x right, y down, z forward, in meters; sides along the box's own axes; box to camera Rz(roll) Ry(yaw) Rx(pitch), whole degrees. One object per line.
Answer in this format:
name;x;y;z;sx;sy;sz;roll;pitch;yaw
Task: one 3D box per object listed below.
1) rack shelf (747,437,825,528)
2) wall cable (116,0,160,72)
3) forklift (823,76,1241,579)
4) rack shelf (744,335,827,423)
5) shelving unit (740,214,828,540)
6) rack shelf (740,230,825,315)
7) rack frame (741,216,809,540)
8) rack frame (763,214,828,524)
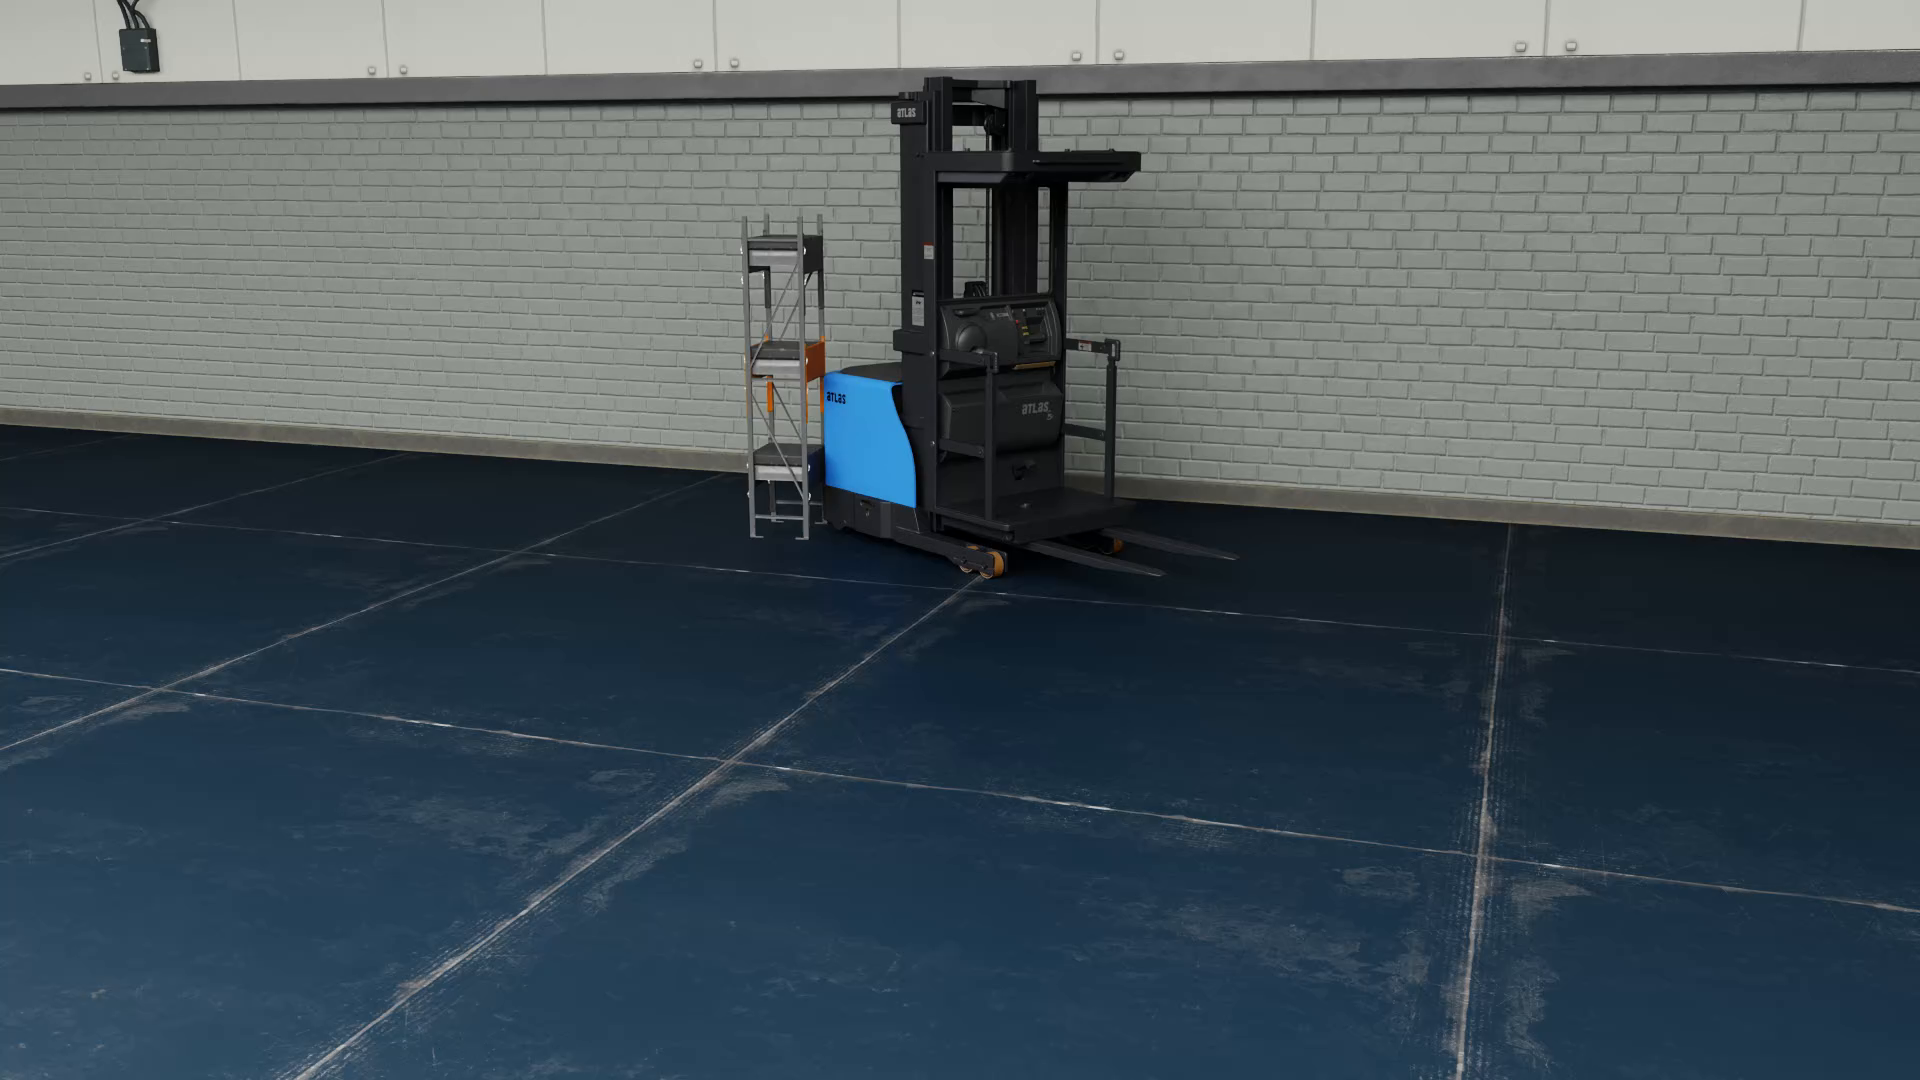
rack shelf;-1.152;-0.391;11.188;0.431;0.518;0.480;2;13;10
wall cable;-6.144;-6.910;13.396;2.305;6.003;0.169;4;14;18
forklift;0.395;-1.322;10.192;1.130;2.935;3.031;-10;16;-38
rack shelf;-1.152;-1.073;11.032;0.431;0.518;0.480;2;13;10
shelving unit;-1.152;-1.086;11.029;0.431;2.100;0.503;2;13;10
rack shelf;-1.152;-1.755;10.876;0.431;0.518;0.480;2;13;10
rack frame;-1.195;-1.033;10.795;0.400;2.100;0.015;2;13;10
rack frame;-1.109;-1.140;11.263;0.400;2.100;0.015;2;13;10
